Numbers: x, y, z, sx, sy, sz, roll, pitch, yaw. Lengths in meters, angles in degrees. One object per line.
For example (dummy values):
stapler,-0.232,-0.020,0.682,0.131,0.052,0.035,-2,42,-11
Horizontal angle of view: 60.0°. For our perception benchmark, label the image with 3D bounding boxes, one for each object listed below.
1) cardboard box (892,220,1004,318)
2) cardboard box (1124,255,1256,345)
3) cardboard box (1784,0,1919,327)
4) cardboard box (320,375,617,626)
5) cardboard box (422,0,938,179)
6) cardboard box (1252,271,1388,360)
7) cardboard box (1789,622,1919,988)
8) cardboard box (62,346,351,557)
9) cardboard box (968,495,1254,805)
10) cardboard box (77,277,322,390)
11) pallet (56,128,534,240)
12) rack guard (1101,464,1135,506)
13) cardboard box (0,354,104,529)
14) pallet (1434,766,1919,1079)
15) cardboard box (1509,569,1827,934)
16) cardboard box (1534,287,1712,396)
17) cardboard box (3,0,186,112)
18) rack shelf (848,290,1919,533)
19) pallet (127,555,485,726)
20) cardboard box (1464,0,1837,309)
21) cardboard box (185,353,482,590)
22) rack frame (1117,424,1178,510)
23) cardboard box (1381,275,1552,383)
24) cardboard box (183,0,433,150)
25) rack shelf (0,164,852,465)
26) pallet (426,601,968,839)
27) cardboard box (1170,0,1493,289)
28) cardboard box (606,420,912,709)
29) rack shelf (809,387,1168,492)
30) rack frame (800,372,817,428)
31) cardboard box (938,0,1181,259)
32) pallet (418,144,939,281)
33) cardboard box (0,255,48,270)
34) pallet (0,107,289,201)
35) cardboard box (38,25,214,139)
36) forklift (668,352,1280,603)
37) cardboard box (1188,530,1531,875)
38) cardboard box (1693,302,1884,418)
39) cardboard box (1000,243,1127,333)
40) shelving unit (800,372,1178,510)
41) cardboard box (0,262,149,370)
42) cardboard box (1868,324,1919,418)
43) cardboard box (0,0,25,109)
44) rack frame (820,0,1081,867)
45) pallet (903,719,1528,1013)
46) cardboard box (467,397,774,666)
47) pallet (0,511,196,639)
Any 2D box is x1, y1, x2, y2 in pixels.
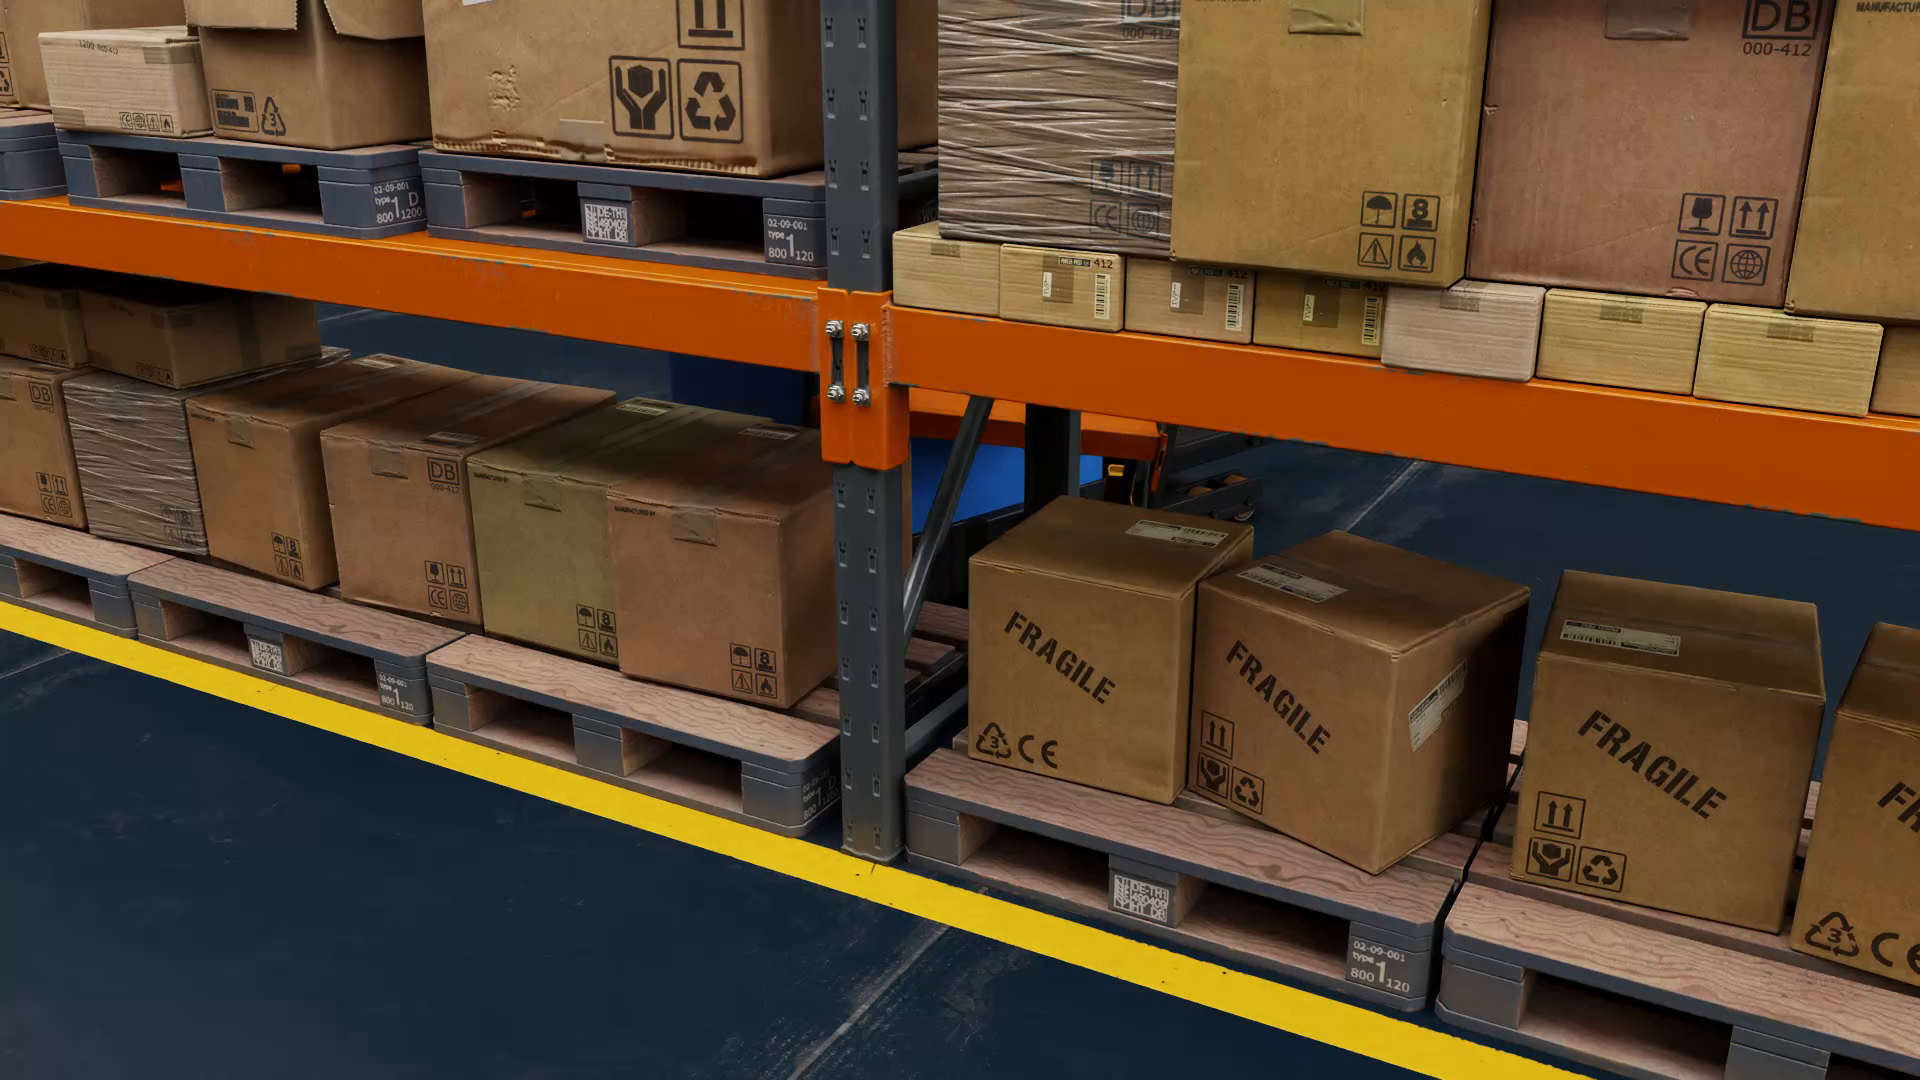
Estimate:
cardboard box,0.064,-0.578,3.427,0.250,0.149,0.380,11,23,27
cardboard box,0.507,-0.499,3.210,0.250,0.149,0.380,11,23,27
cardboard box,1.707,-0.672,2.737,0.500,0.500,0.875,11,23,27
cardboard box,-1.399,-0.139,4.870,0.500,0.500,0.700,9,22,23
cardboard box,-0.603,-1.474,4.035,1.000,1.000,1.000,11,23,28
cardboard box,0.730,-0.460,3.103,0.250,0.149,0.380,11,23,27
cardboard box,1.902,0.514,3.099,0.500,0.500,0.500,13,24,32
cardboard box,-2.384,-0.324,5.380,0.500,0.500,0.700,9,22,23
cardboard box,0.352,0.235,3.868,0.500,0.500,0.500,10,22,26
cardboard box,-2.402,-0.683,5.269,0.500,0.250,0.500,14,24,33
pallet,-1.721,-1.079,4.722,1.213,0.211,1.003,11,23,27
rack guard,0.502,0.021,5.149,0.087,0.250,0.587,6,32,-4
cardboard box,-2.875,-0.412,5.624,0.500,0.500,0.700,10,22,24
pallet,1.696,0.794,3.368,1.213,0.211,1.003,11,23,27
cardboard box,1.437,0.408,3.391,0.500,0.500,0.500,9,22,23
cardboard box,1.167,-0.377,2.874,0.250,0.149,0.380,11,23,27
cardboard box,-2.442,-1.590,5.086,0.500,0.500,0.700,15,25,35
rack shelf,1.769,-0.150,2.935,4.000,0.370,1.077,11,23,27
pallet,-1.727,0.158,5.119,1.213,0.211,1.003,11,23,27
cardboard box,1.290,-0.768,3.000,0.500,0.500,0.875,11,23,27
cardboard box,-1.886,-0.232,5.126,0.500,0.500,0.700,13,24,32
rack frame,0.600,-0.502,4.820,0.032,1.500,0.500,6,32,-4
cardboard box,0.929,-0.406,2.955,0.250,0.149,0.380,11,23,27
cardboard box,-1.536,-1.328,4.359,0.637,0.503,0.797,13,24,33
rack shelf,-1.723,-0.815,4.769,4.000,0.370,1.077,11,23,27
pallet,-0.658,0.361,4.561,1.213,0.211,1.003,11,23,27
cardboard box,0.805,-0.821,3.147,0.500,0.500,0.875,11,23,27
cardboard box,-0.503,0.039,4.380,0.500,0.500,0.700,9,22,23
rack shelf,0.073,-0.402,4.876,1.000,0.185,0.538,6,32,-4
rack frame,-0.408,-0.605,4.742,0.032,1.500,0.500,6,32,-4
cardboard box,0.385,-0.915,3.405,0.500,0.500,0.875,11,23,27
pallet,-0.574,-0.901,4.232,1.213,0.211,1.003,11,23,27
cardboard box,-4.062,-0.806,6.188,0.875,0.875,1.225,10,22,25
pallet,-2.795,-1.309,5.357,1.003,0.211,1.213,11,23,27
cardboard box,-2.118,-1.266,4.560,0.500,0.250,0.500,10,22,26
forklift,0.468,-1.521,5.759,3.031,2.935,1.130,-17,26,-39
cardboard box,0.856,0.328,3.612,0.500,0.500,0.500,-17,26,-39
cardboard box,1.380,-0.332,2.750,0.250,0.149,0.380,11,23,27
cardboard box,0.276,-0.532,3.302,0.250,0.149,0.380,11,23,27
shelving unit,0.087,-0.554,4.780,1.083,1.500,0.587,6,32,-4
cardboard box,-2.870,-0.768,5.504,0.500,0.250,0.500,12,23,29
cardboard box,1.620,-0.304,2.673,0.250,0.149,0.380,11,23,27
cardboard box,-2.978,-1.653,5.260,0.500,0.500,0.500,8,21,21
rack frame,0.023,-0.821,3.730,0.127,3.000,1.000,11,23,27
pallet,0.626,0.591,3.926,1.213,0.211,1.003,11,23,27
cardboard box,-0.910,-0.046,4.614,0.500,0.500,0.700,11,22,27
pallet,-2.788,-0.045,5.679,1.213,0.211,1.003,11,23,27
